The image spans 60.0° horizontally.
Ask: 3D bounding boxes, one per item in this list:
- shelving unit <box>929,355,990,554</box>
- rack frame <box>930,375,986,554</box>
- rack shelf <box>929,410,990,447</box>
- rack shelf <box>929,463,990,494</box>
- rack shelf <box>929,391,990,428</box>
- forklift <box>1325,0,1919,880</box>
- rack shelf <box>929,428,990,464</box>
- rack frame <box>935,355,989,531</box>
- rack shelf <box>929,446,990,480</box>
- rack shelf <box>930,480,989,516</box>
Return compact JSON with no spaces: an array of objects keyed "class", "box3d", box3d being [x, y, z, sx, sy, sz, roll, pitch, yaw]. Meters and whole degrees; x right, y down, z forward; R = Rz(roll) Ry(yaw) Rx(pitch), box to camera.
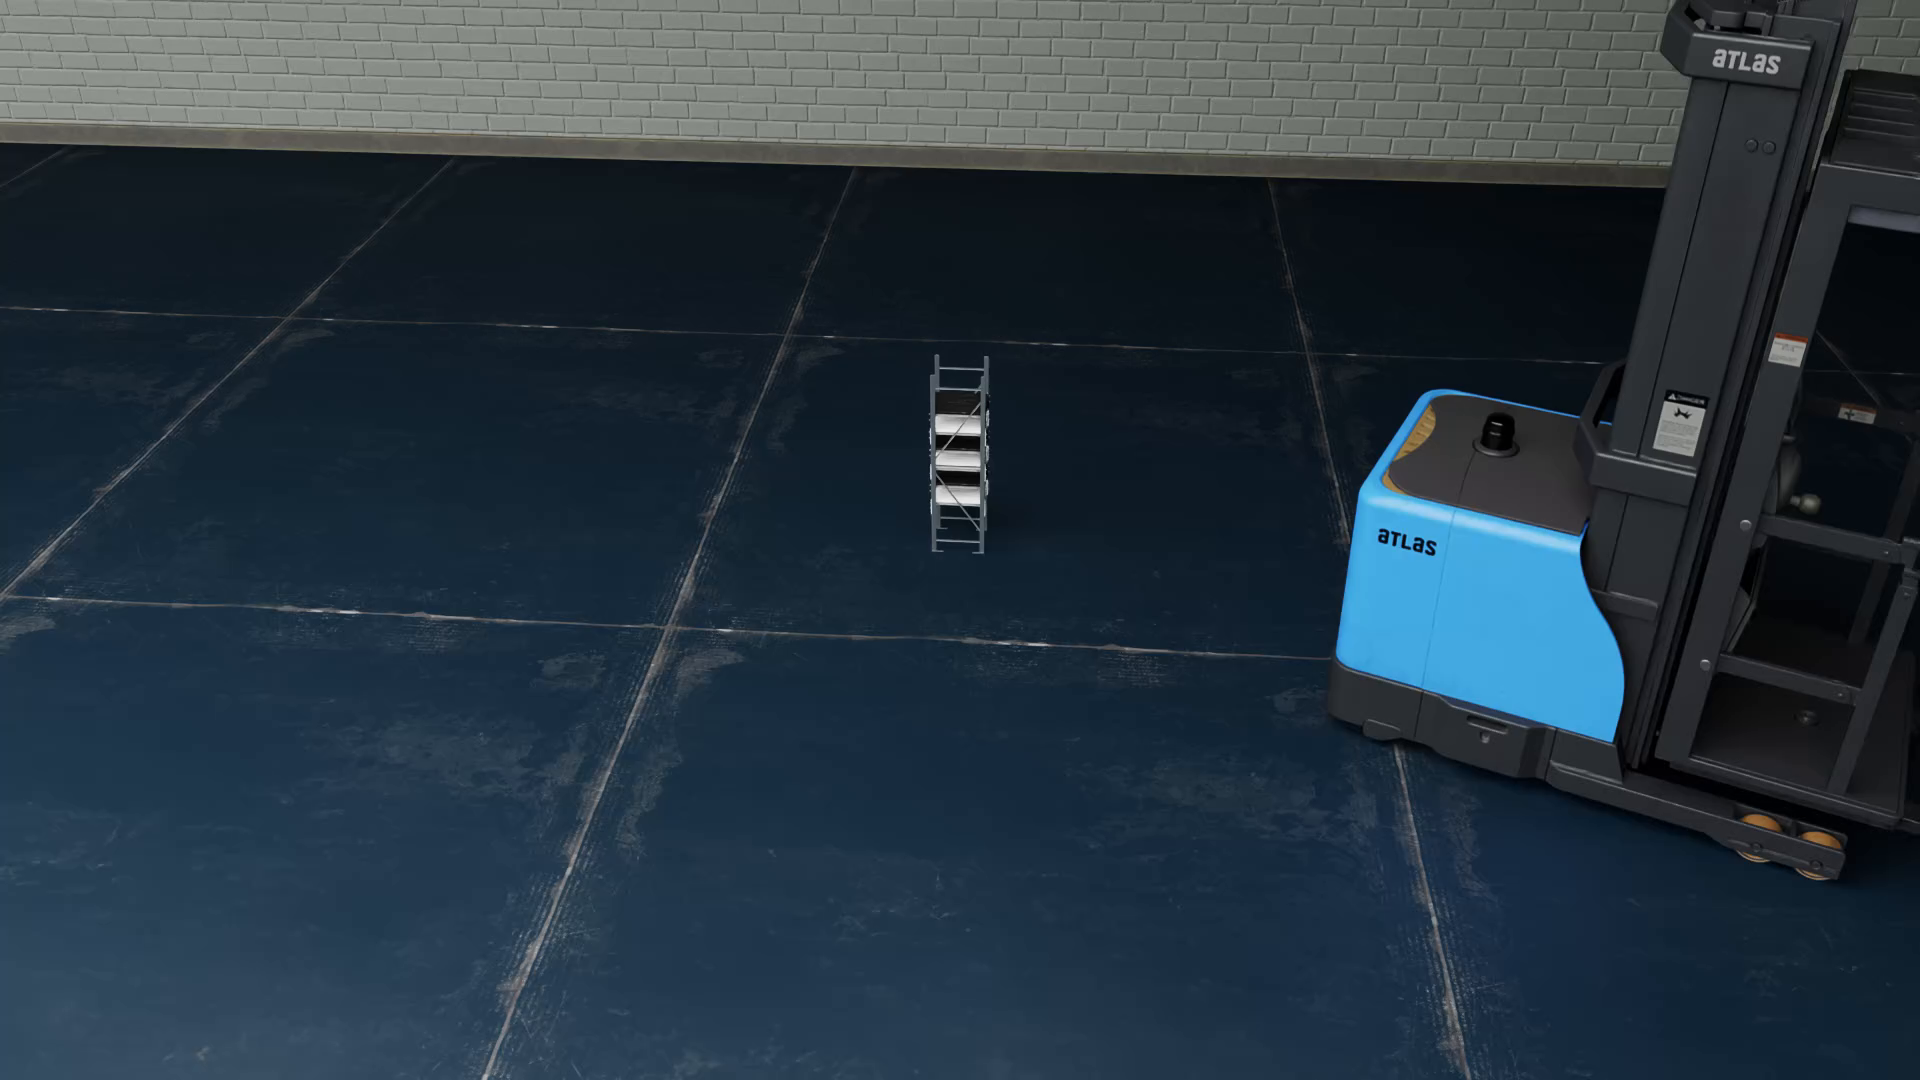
[{"class":"shelving unit","box3d":[-0.001,-0.379,7.507,0.258,0.900,0.210,2,32,4]},{"class":"rack frame","box3d":[-0.009,-0.326,7.421,0.240,0.900,0.006,2,32,4]},{"class":"rack shelf","box3d":[-0.001,-0.504,7.430,0.258,0.077,0.200,2,32,4]},{"class":"rack shelf","box3d":[-0.001,-0.274,7.572,0.258,0.077,0.200,2,32,4]},{"class":"rack shelf","box3d":[-0.001,-0.580,7.383,0.258,0.077,0.200,2,32,4]},{"class":"forklift","box3d":[2.984,-0.378,5.570,3.031,2.935,1.130,16,35,24]},{"class":"rack shelf","box3d":[-0.001,-0.427,7.477,0.258,0.077,0.200,2,32,4]},{"class":"rack frame","box3d":[0.008,-0.432,7.593,0.240,0.900,0.006,2,32,4]},{"class":"rack shelf","box3d":[-0.001,-0.350,7.524,0.258,0.077,0.200,2,32,4]},{"class":"rack shelf","box3d":[-0.001,-0.197,7.619,0.258,0.077,0.200,2,32,4]}]
